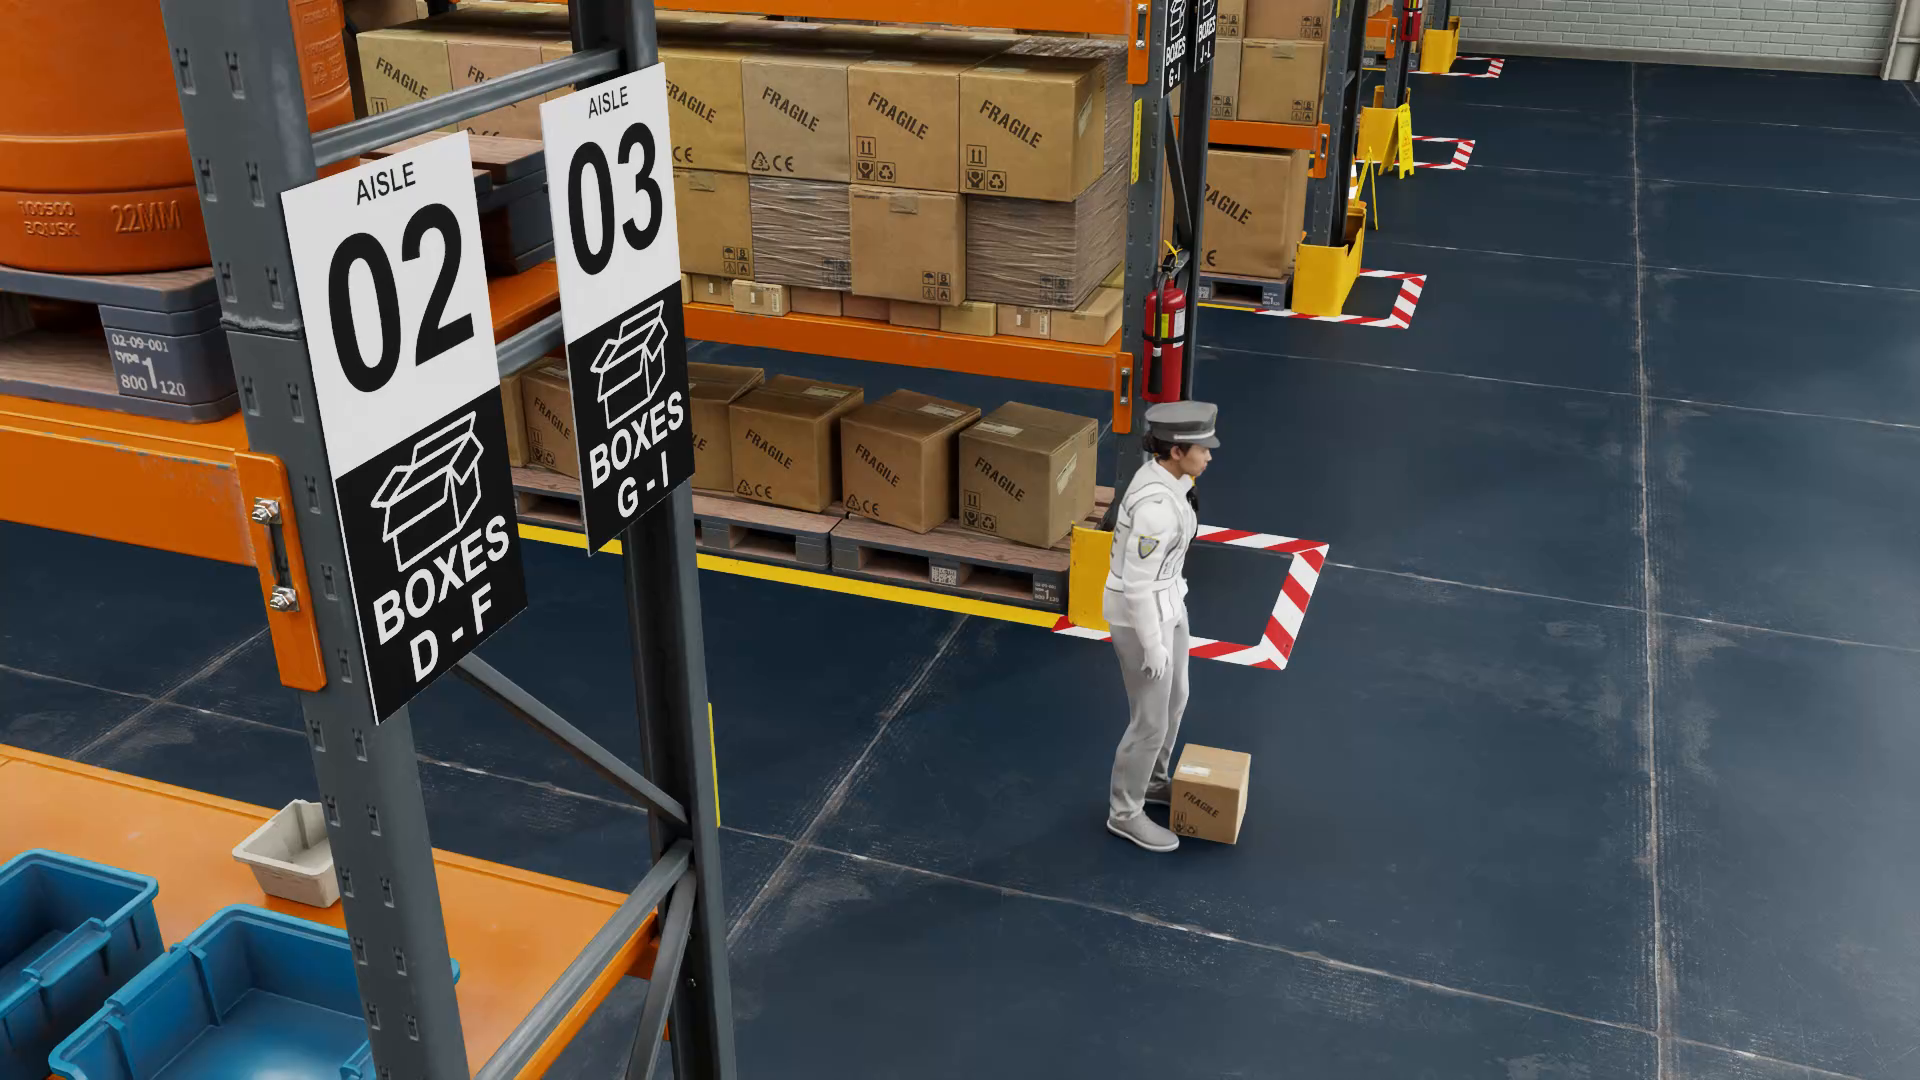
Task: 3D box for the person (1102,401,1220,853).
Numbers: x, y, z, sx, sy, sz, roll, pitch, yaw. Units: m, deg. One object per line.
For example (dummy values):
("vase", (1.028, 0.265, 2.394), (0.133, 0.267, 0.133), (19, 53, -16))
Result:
("person", (0.727, 0.290, 6.010), (0.413, 1.663, 0.518), (8, 27, 16))
